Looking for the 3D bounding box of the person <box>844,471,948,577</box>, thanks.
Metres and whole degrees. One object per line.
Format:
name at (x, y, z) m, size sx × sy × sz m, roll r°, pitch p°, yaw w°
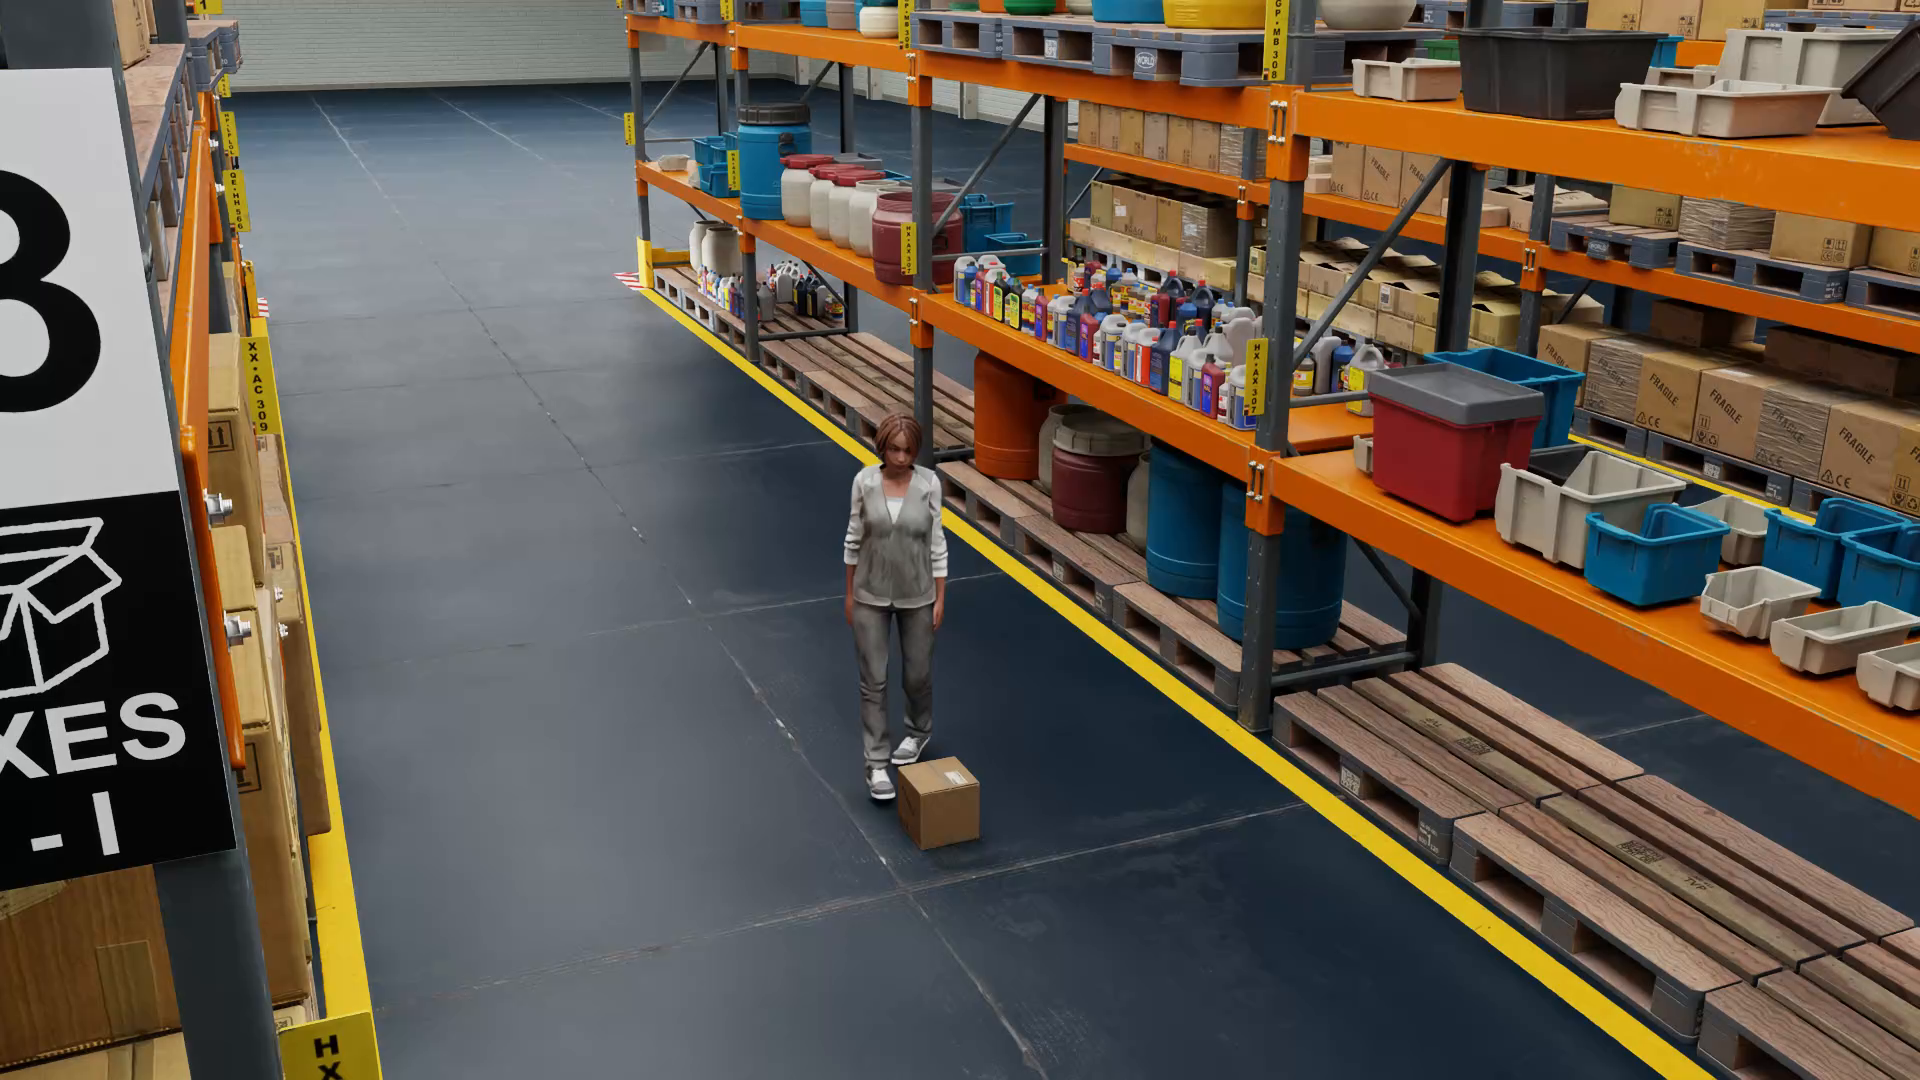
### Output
person at (-0.263, -0.008, 6.753) m, size 0.427 × 0.541 × 0.266 m, roll 0°, pitch 19°, yaw 0°
